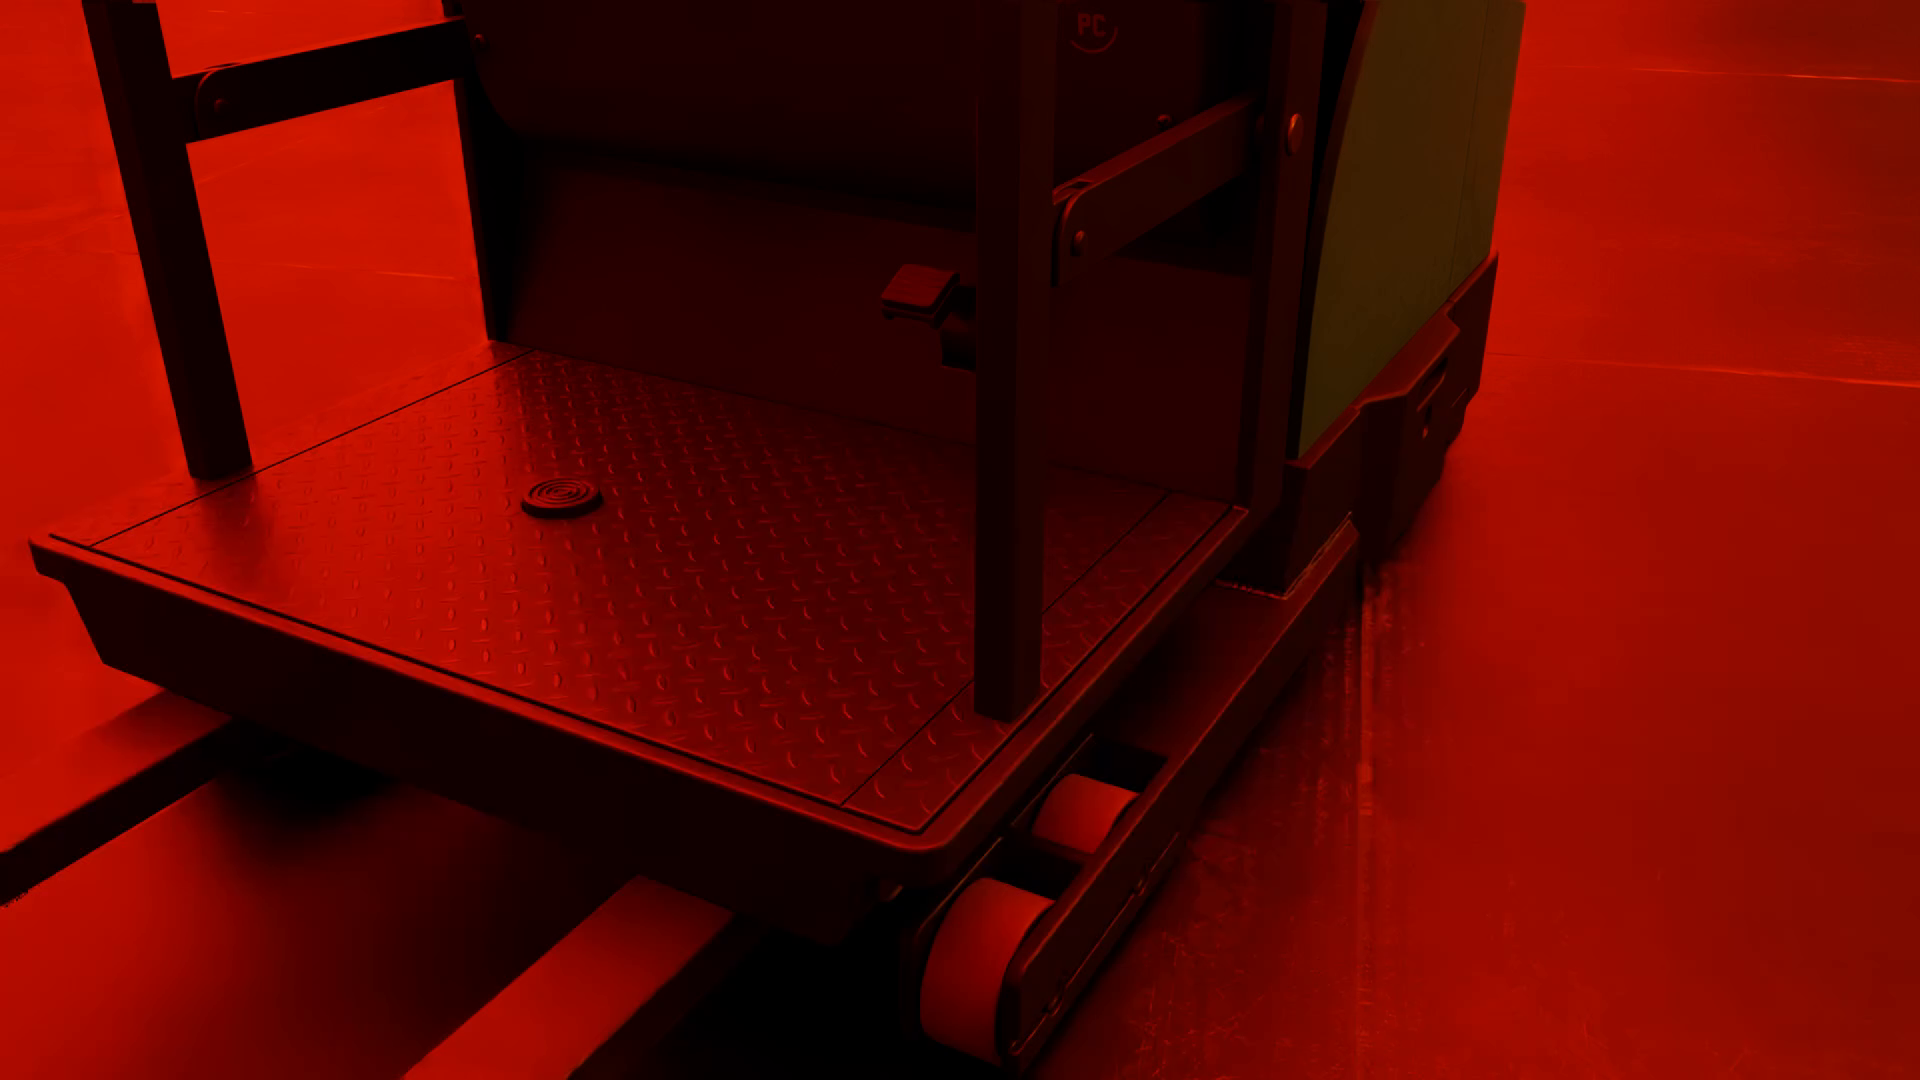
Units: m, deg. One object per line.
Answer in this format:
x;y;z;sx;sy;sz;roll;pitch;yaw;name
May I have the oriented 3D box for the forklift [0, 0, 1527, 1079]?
-0.263;-1.059;1.345;1.130;2.935;3.031;14;30;26;forklift
